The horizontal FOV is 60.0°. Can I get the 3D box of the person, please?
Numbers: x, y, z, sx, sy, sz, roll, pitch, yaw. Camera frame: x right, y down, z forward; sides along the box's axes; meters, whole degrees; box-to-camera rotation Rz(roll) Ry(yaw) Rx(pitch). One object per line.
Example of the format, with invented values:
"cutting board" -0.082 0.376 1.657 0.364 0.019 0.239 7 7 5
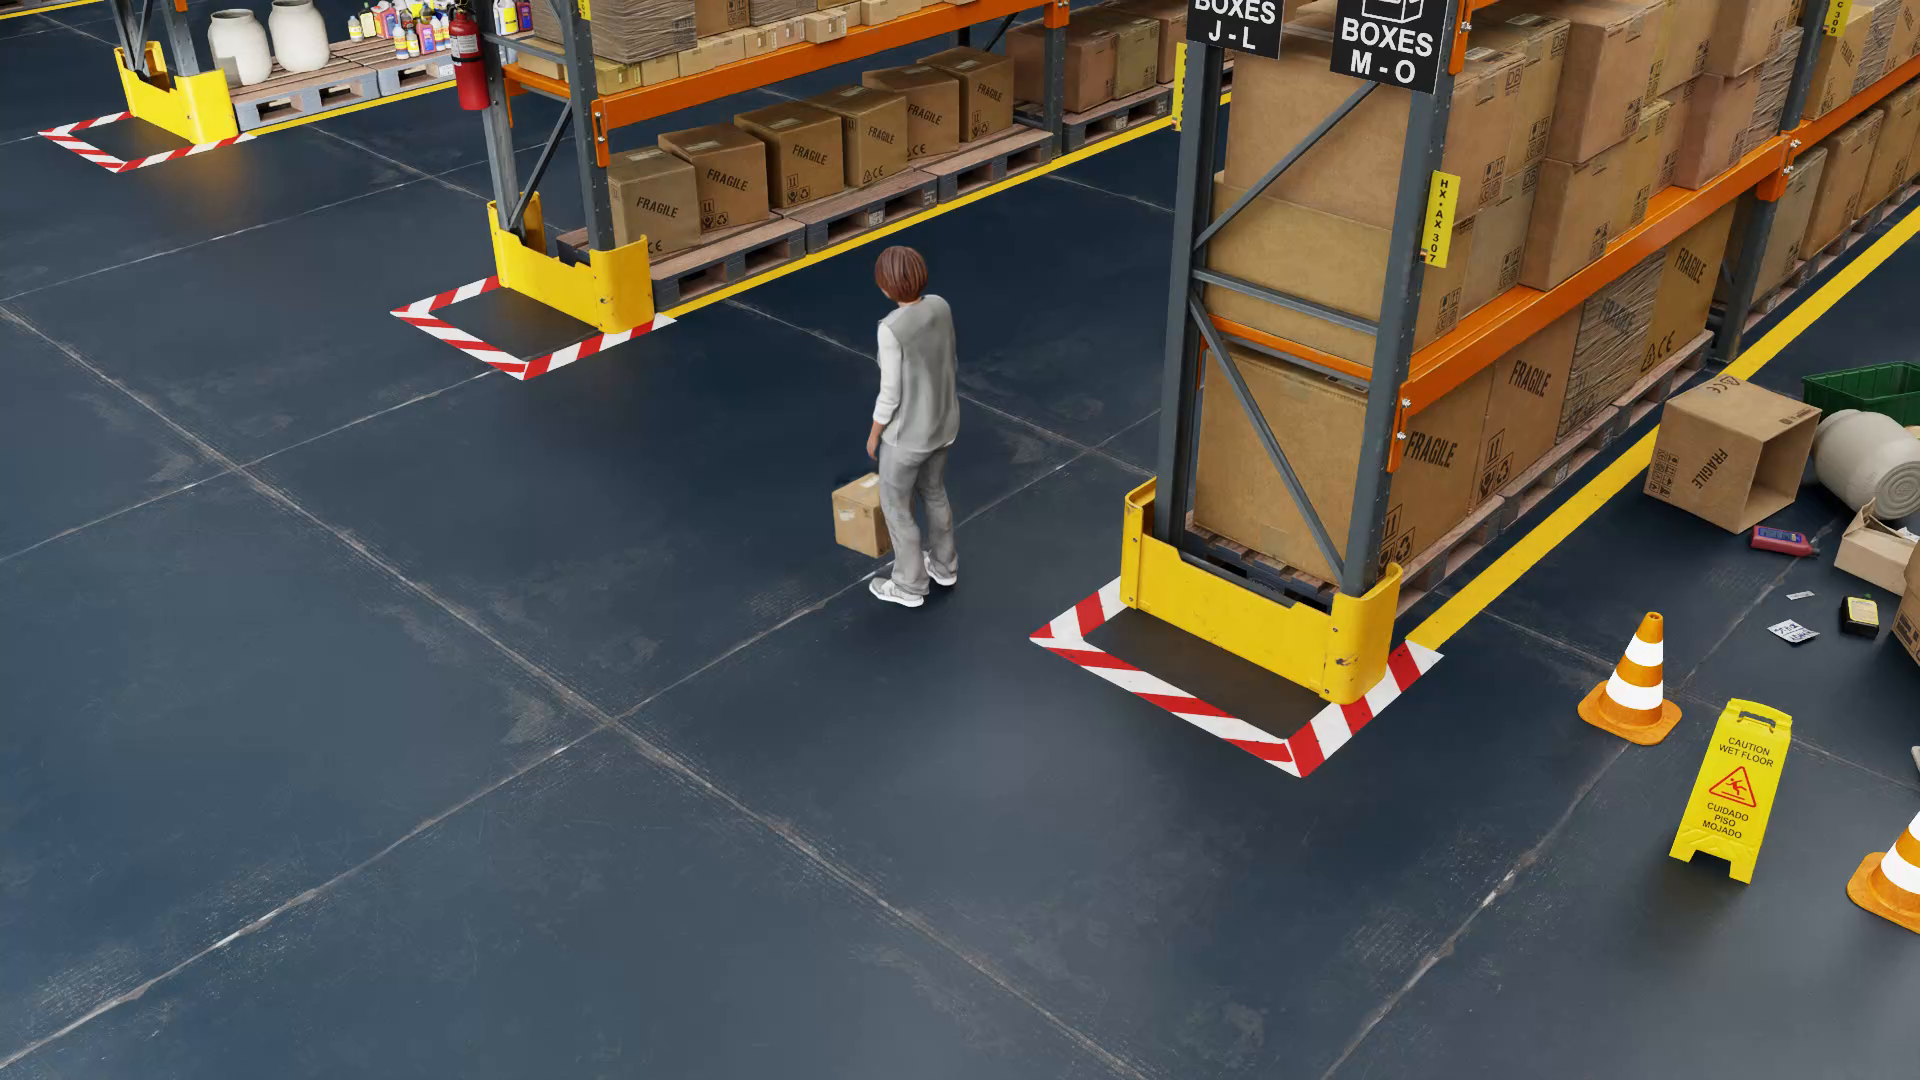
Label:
"person" -0.187 -0.452 6.873 0.342 1.595 0.456 24 39 34
